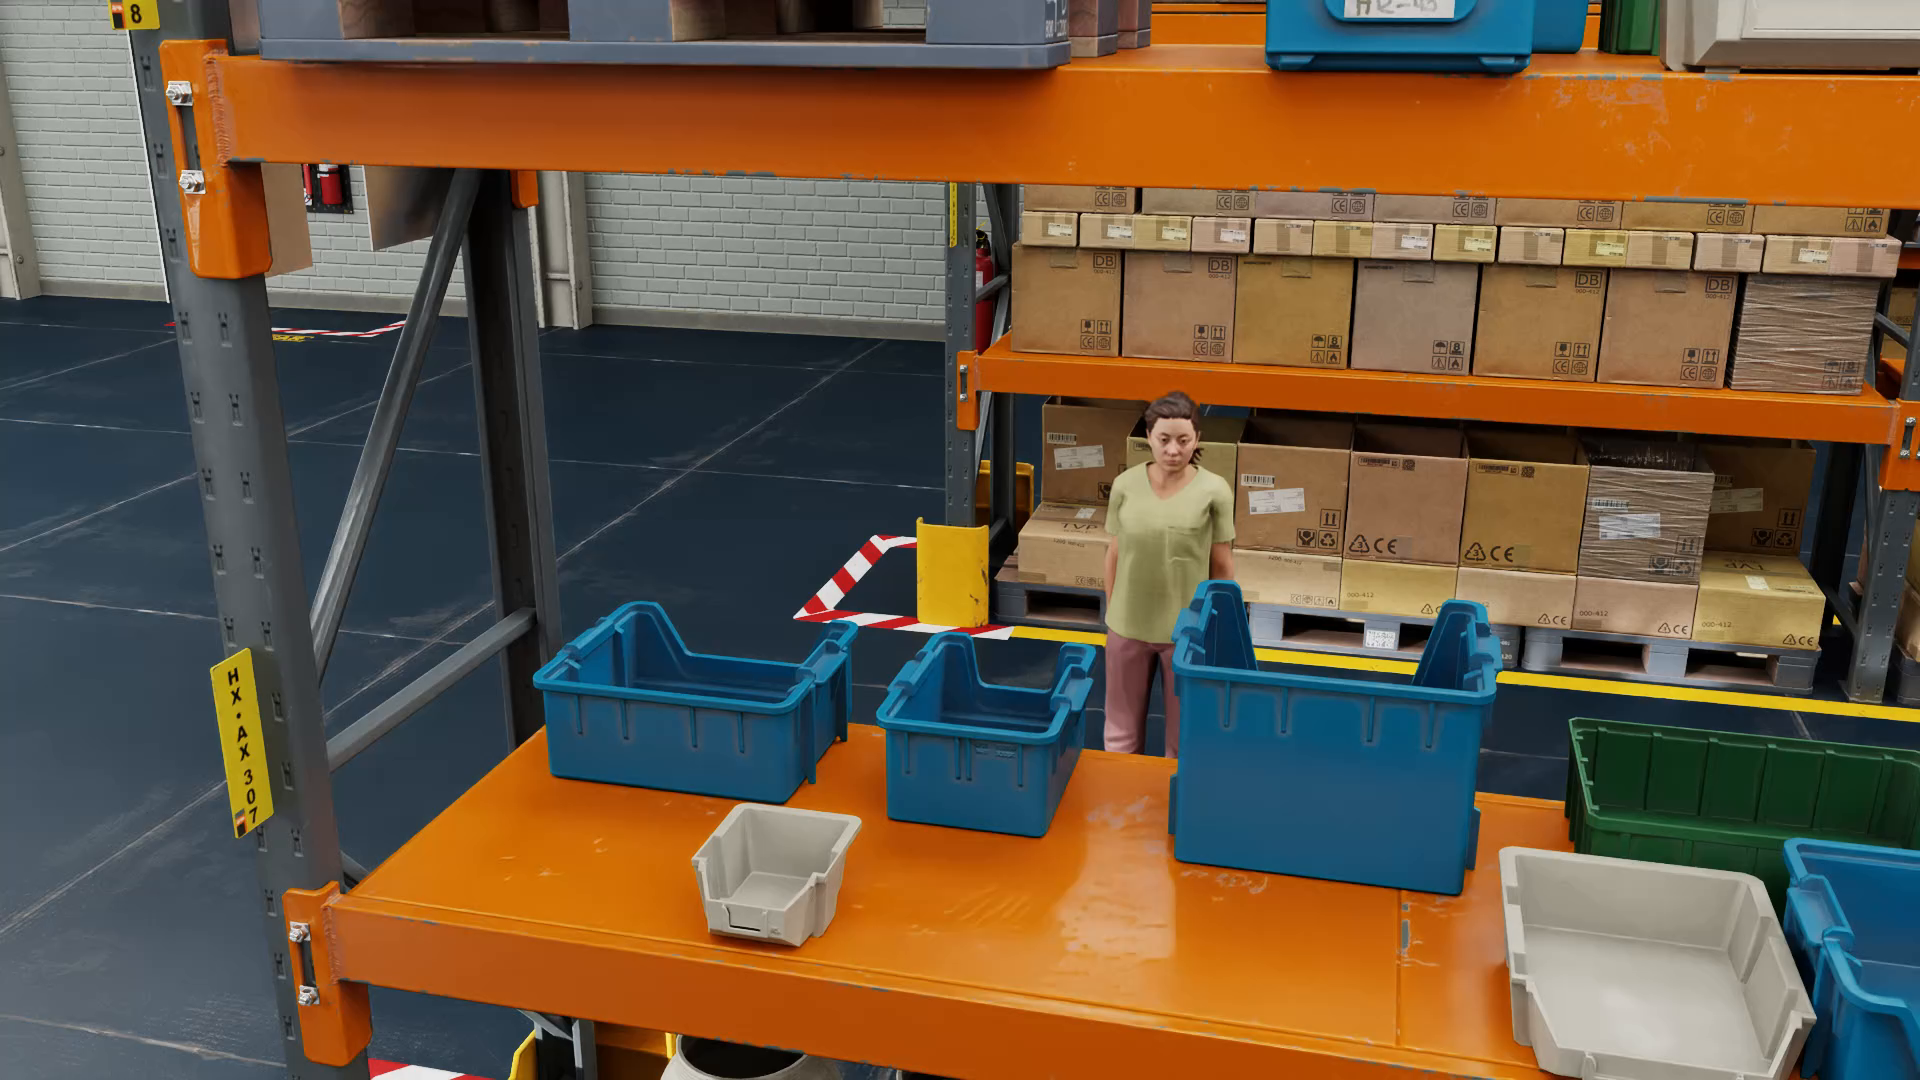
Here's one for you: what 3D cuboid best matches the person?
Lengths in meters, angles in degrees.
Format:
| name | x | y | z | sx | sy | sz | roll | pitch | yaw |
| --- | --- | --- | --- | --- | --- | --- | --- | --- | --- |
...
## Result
| name | x | y | z | sx | sy | sz | roll | pitch | yaw |
| --- | --- | --- | --- | --- | --- | --- | --- | --- | --- |
| person | 0.693 | 0.312 | 5.639 | 0.442 | 1.678 | 0.358 | 5 | 19 | 15 |
